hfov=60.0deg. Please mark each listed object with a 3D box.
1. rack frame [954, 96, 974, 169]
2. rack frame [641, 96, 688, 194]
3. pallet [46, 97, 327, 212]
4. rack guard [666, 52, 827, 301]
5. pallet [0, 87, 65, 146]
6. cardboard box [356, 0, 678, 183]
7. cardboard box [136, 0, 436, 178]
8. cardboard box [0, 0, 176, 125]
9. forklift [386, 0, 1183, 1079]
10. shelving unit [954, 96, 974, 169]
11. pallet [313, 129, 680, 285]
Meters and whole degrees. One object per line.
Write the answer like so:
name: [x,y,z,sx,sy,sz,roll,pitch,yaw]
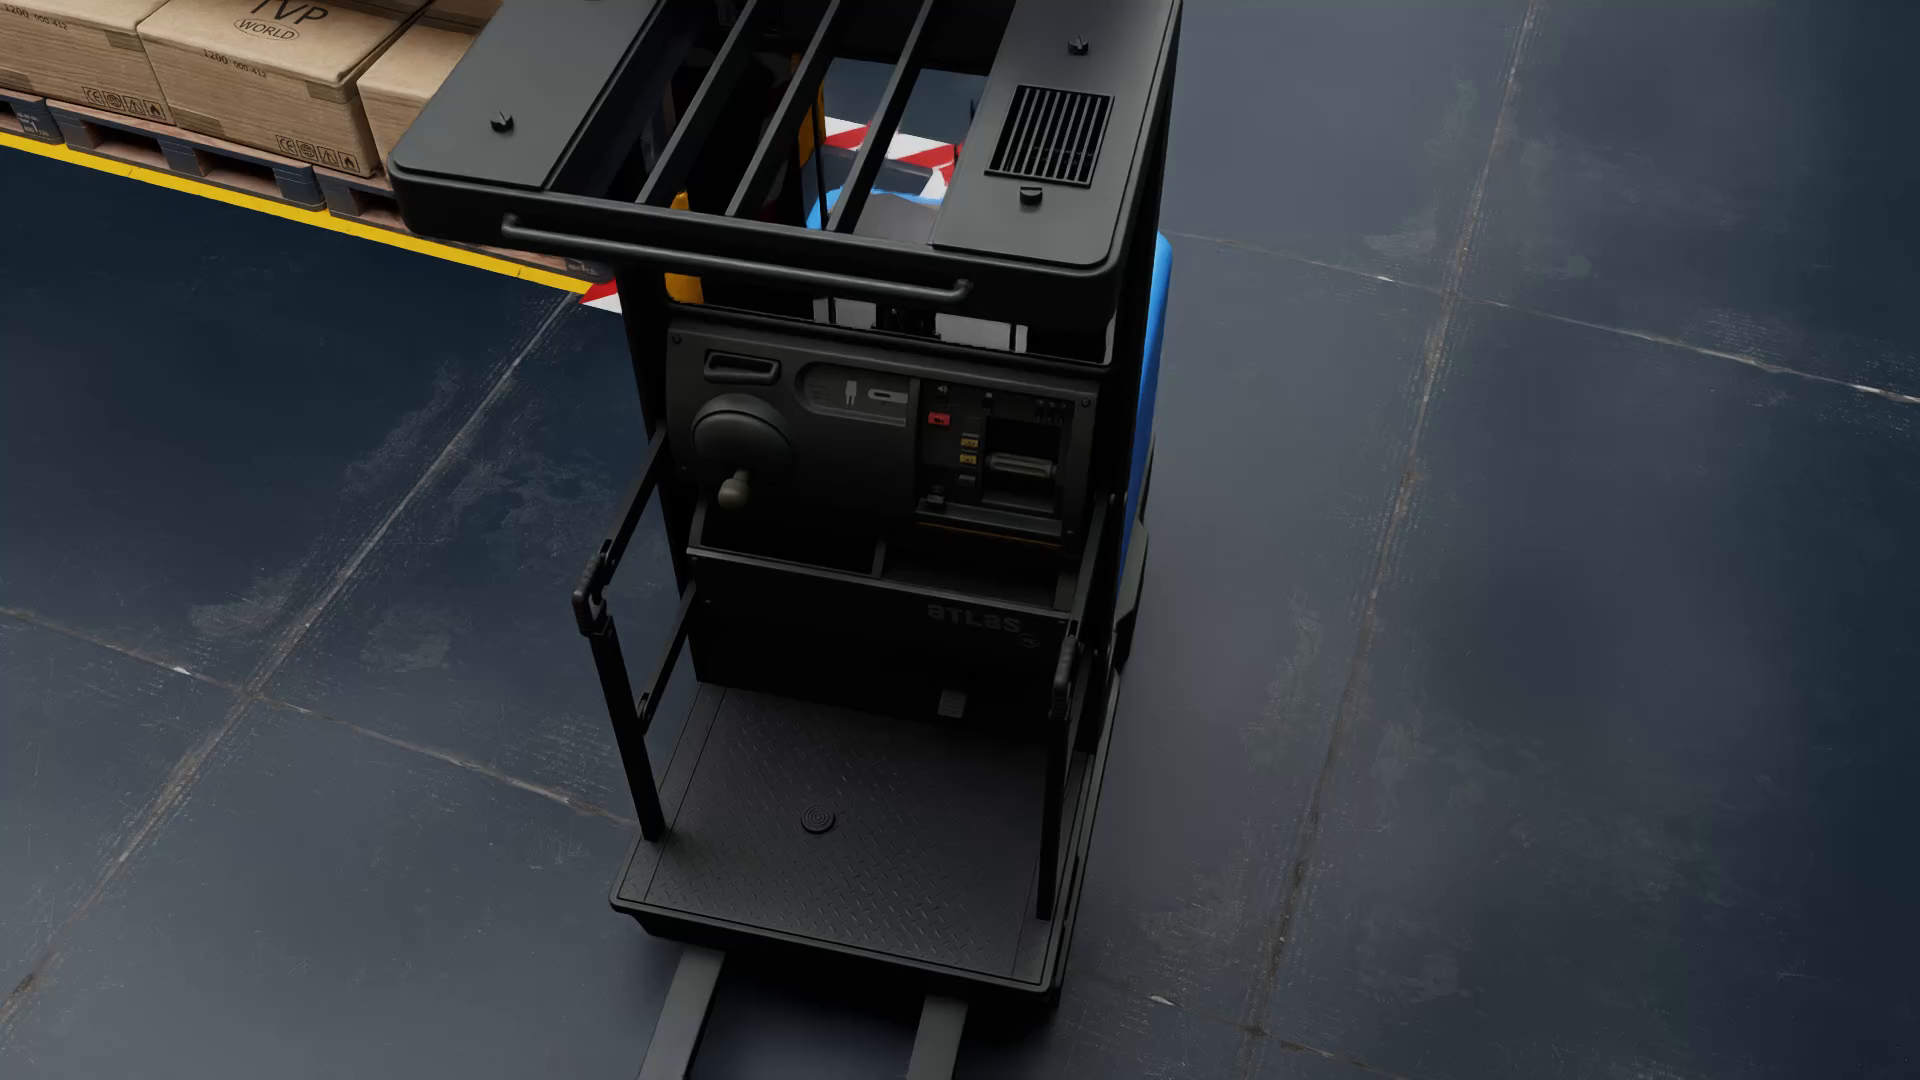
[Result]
rack frame: [0.013,-0.792,5.142,0.006,1.200,0.240,10,50,8]
rack frame: [-0.901,-2.260,5.224,0.127,3.000,1.000,16,51,13]
pallet: [-2.819,-1.822,6.689,1.213,0.211,1.003,16,51,13]
rack guard: [-0.879,-1.435,6.163,0.348,0.500,1.175,16,51,13]
pallet: [-3.967,-2.140,6.965,1.213,0.211,1.003,16,51,13]
cardboard box: [-1.555,-1.661,6.122,0.875,0.438,0.875,14,51,12]
cardboard box: [-2.416,-1.894,6.325,0.875,0.438,0.875,17,51,14]
cardboard box: [-3.261,-2.132,6.530,0.875,0.438,0.875,14,51,12]
forklift: [-0.221,-0.111,3.406,1.130,2.935,3.031,10,50,8]
shelving unit: [0.102,-0.777,5.129,0.189,1.200,0.258,10,50,8]
pallet: [-1.678,-1.501,6.411,1.213,0.211,1.003,16,51,13]
